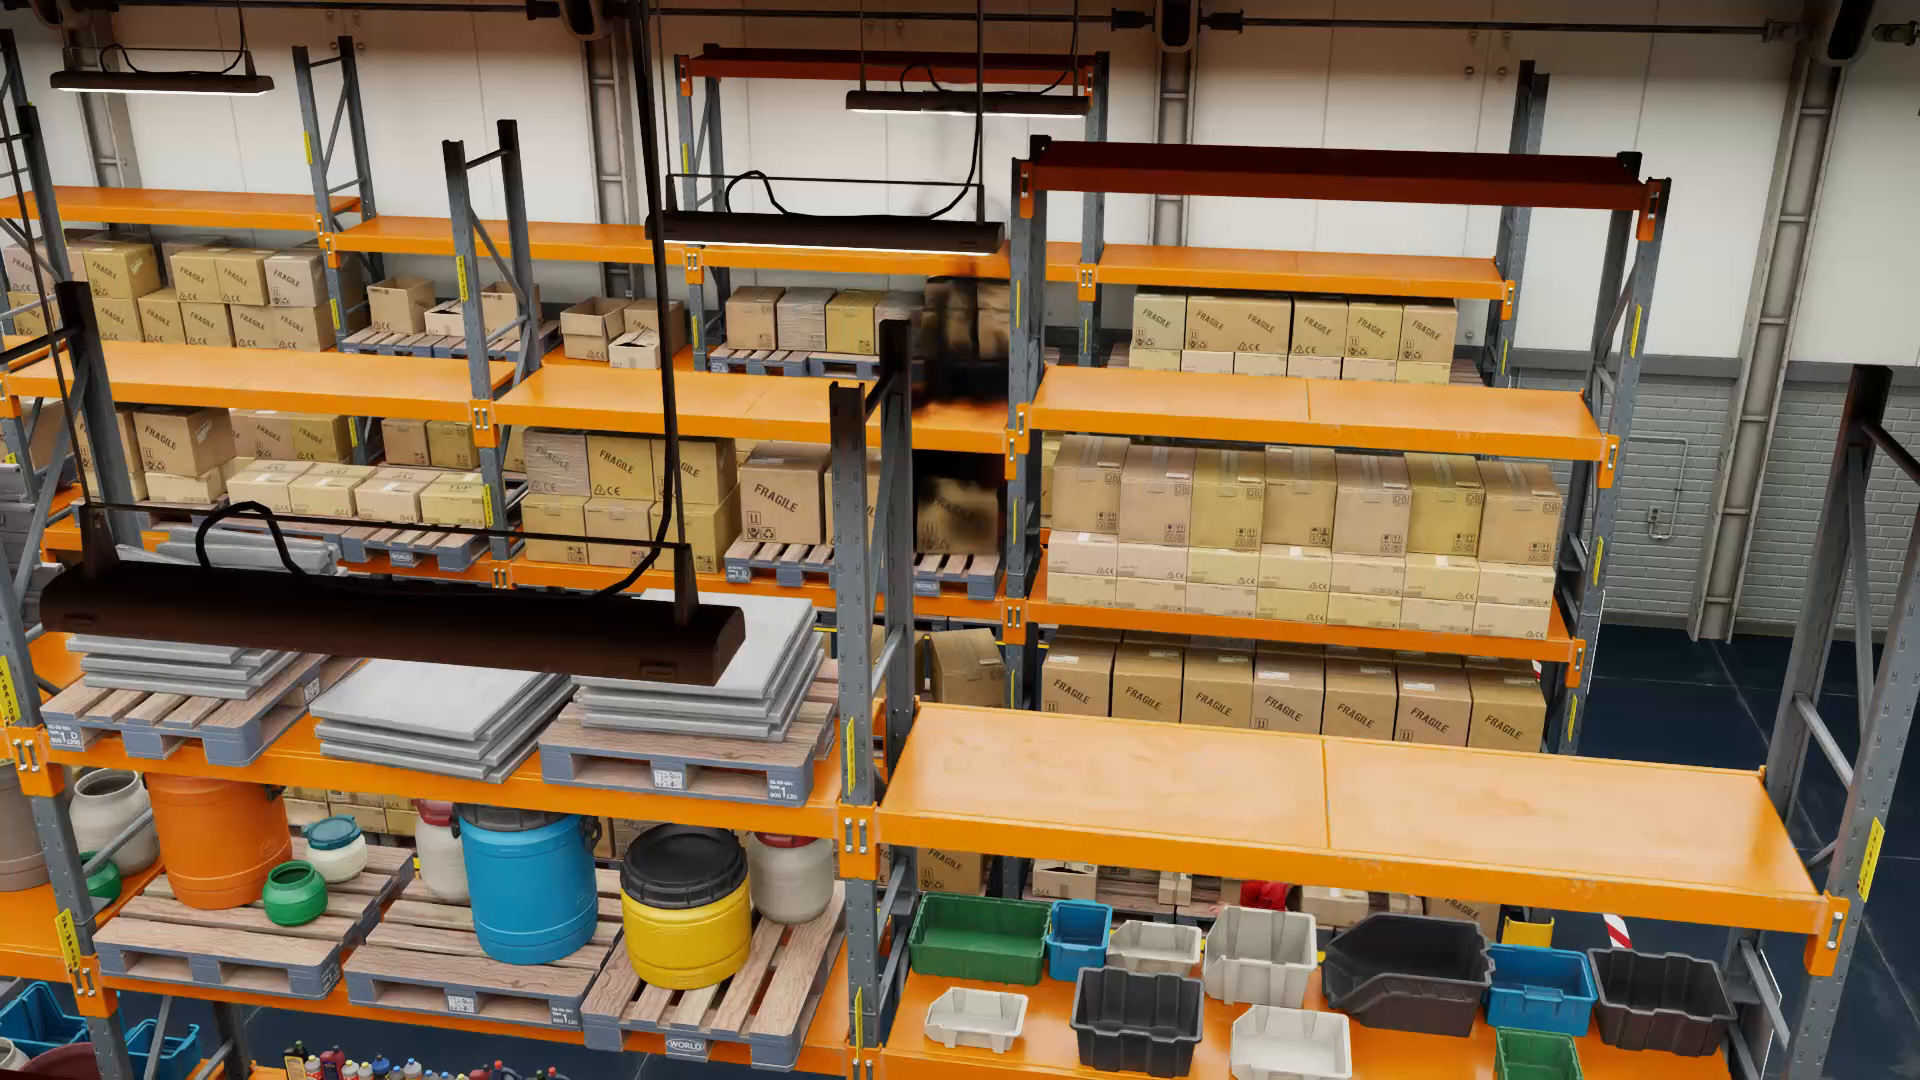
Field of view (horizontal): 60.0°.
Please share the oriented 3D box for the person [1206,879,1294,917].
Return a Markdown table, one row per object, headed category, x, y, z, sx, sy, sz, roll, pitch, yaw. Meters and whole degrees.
| category | x | y | z | sx | sy | sz | roll | pitch | yaw |
| --- | --- | --- | --- | --- | --- | --- | --- | --- | --- |
| person | 2.056 | 2.712 | 11.201 | 0.851 | 1.852 | 0.587 | -1 | 23 | -2 |
